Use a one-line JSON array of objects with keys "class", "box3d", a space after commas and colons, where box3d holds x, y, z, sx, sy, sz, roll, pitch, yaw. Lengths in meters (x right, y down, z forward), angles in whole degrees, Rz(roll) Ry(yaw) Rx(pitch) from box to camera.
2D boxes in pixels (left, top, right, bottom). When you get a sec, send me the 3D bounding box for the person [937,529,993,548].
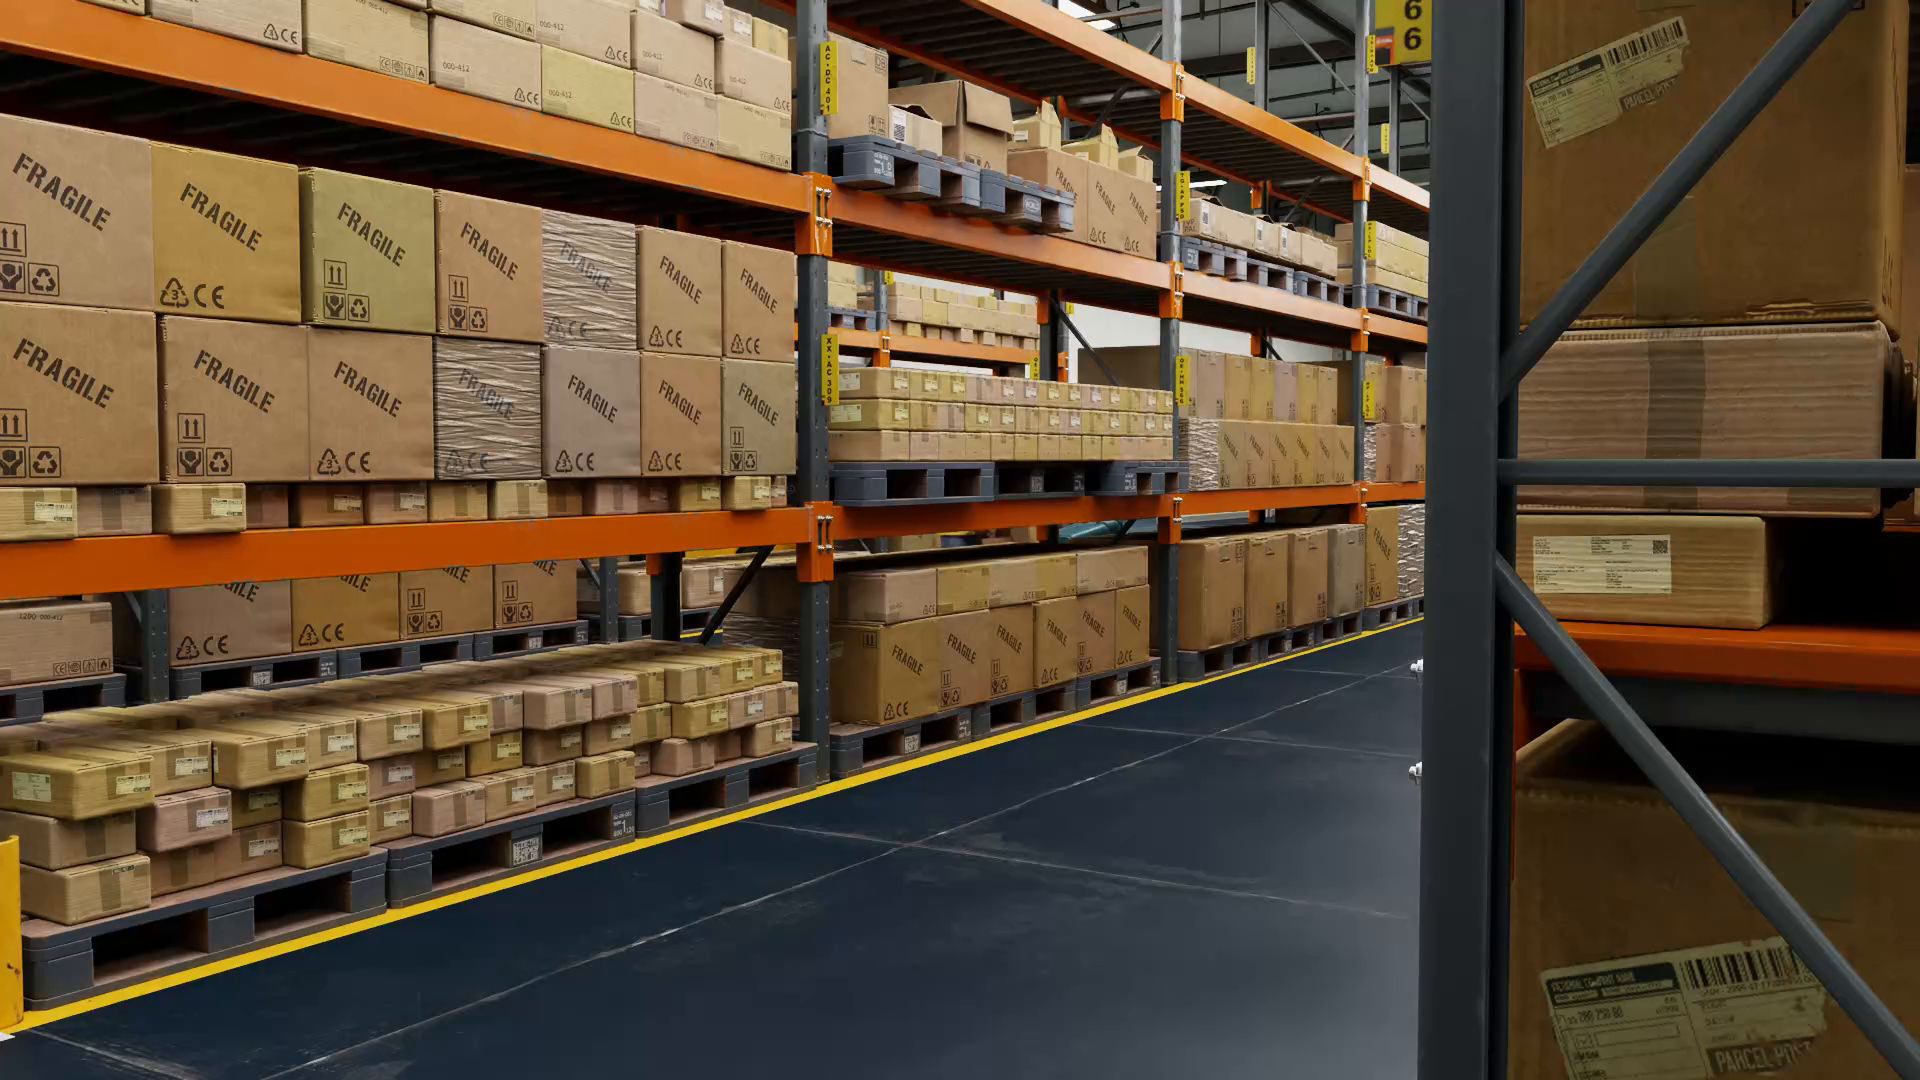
[{"class": "person", "box3d": [0.095, -0.014, 13.492, 0.577, 1.760, 0.503, 2, 3, 32]}]
